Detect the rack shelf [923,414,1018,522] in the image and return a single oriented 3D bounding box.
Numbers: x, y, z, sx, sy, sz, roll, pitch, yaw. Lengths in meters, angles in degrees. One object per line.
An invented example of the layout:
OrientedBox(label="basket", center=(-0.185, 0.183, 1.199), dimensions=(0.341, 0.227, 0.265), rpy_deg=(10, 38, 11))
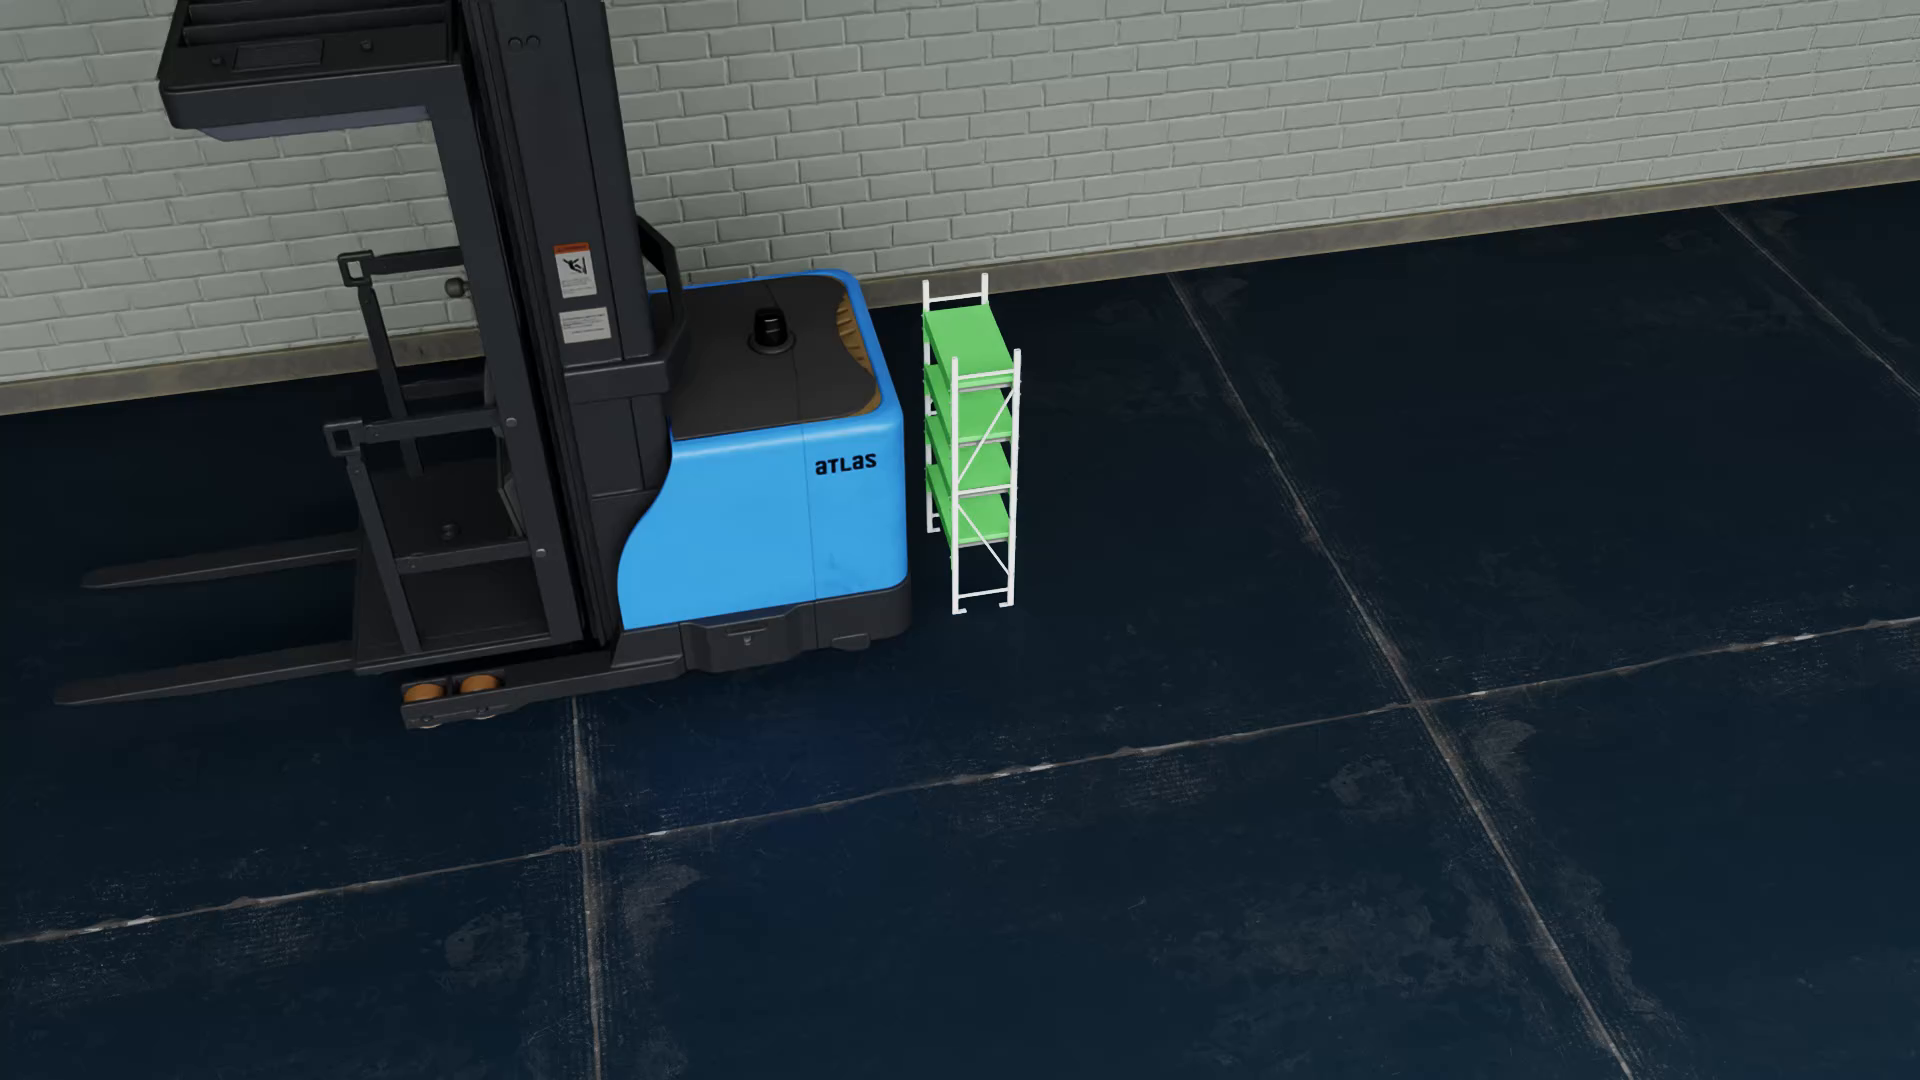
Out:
OrientedBox(label="rack shelf", center=(0.036, -0.294, 6.273), dimensions=(0.258, 0.148, 0.480), rpy_deg=(-8, 42, -9))

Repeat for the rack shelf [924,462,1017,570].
OrientedBox(label="rack shelf", center=(0.036, -0.114, 6.433), dimensions=(0.258, 0.148, 0.480), rpy_deg=(-8, 42, -9))

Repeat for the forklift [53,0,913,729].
OrientedBox(label="forklift", center=(-1.753, -0.805, 5.449), dimensions=(3.031, 2.935, 1.130), rpy_deg=(-9, 42, -10))

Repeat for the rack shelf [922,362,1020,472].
OrientedBox(label="rack shelf", center=(0.036, -0.473, 6.114), dimensions=(0.258, 0.148, 0.480), rpy_deg=(-8, 42, -9))

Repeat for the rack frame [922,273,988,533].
OrientedBox(label="rack frame", center=(-0.017, -0.500, 6.409), dimensions=(0.240, 1.200, 0.015), rpy_deg=(-8, 42, -9))

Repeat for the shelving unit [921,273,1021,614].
OrientedBox(label="shelving unit", center=(0.036, -0.341, 6.231), dimensions=(0.258, 1.200, 0.503), rpy_deg=(-8, 42, -9))

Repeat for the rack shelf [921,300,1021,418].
OrientedBox(label="rack shelf", center=(0.036, -0.653, 5.955), dimensions=(0.258, 0.148, 0.480), rpy_deg=(-8, 42, -9))

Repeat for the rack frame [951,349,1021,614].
OrientedBox(label="rack frame", center=(0.088, -0.183, 6.053), dimensions=(0.240, 1.200, 0.015), rpy_deg=(-8, 42, -9))
